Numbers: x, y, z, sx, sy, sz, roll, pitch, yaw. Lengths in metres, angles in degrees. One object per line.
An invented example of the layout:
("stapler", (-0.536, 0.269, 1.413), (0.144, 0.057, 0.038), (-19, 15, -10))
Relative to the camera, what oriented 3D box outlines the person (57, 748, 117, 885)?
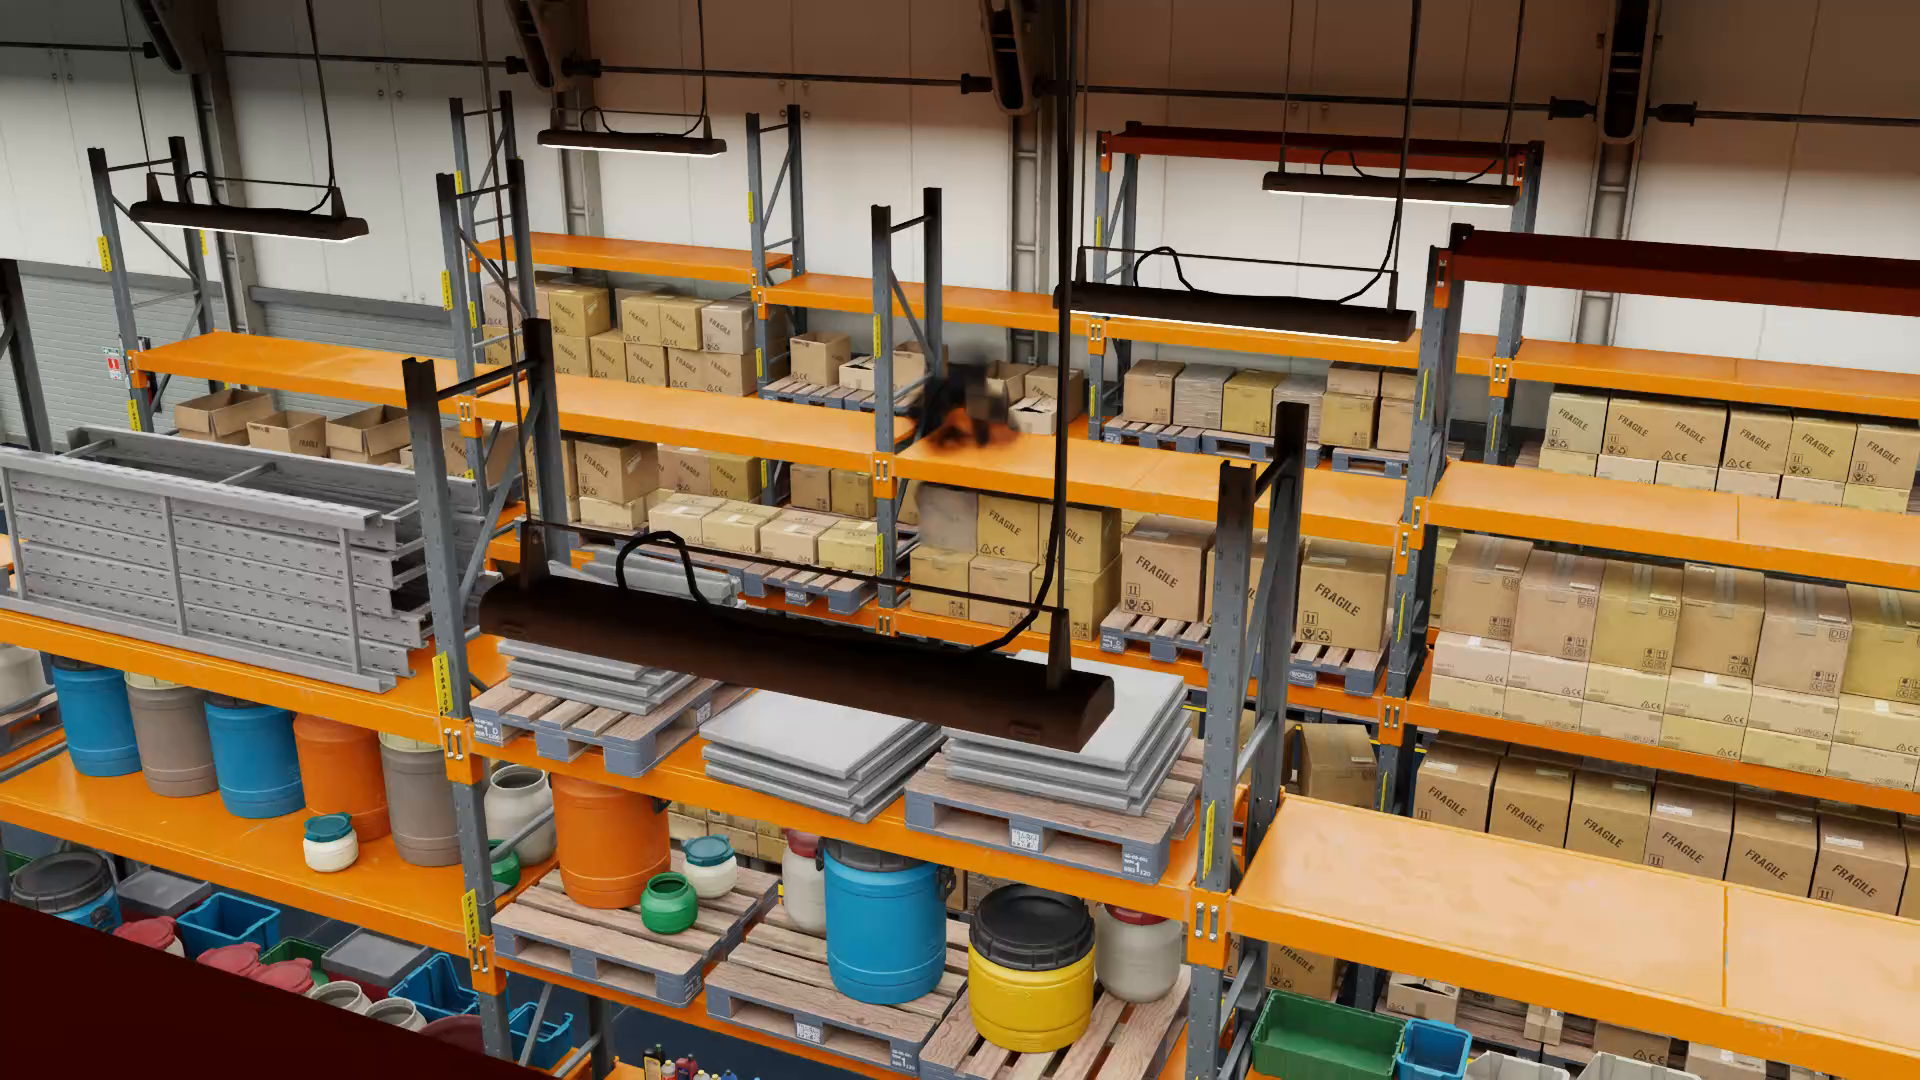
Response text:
("person", (-7.409, 2.354, 14.025), (0.666, 1.695, 0.546), (4, 21, 11))
